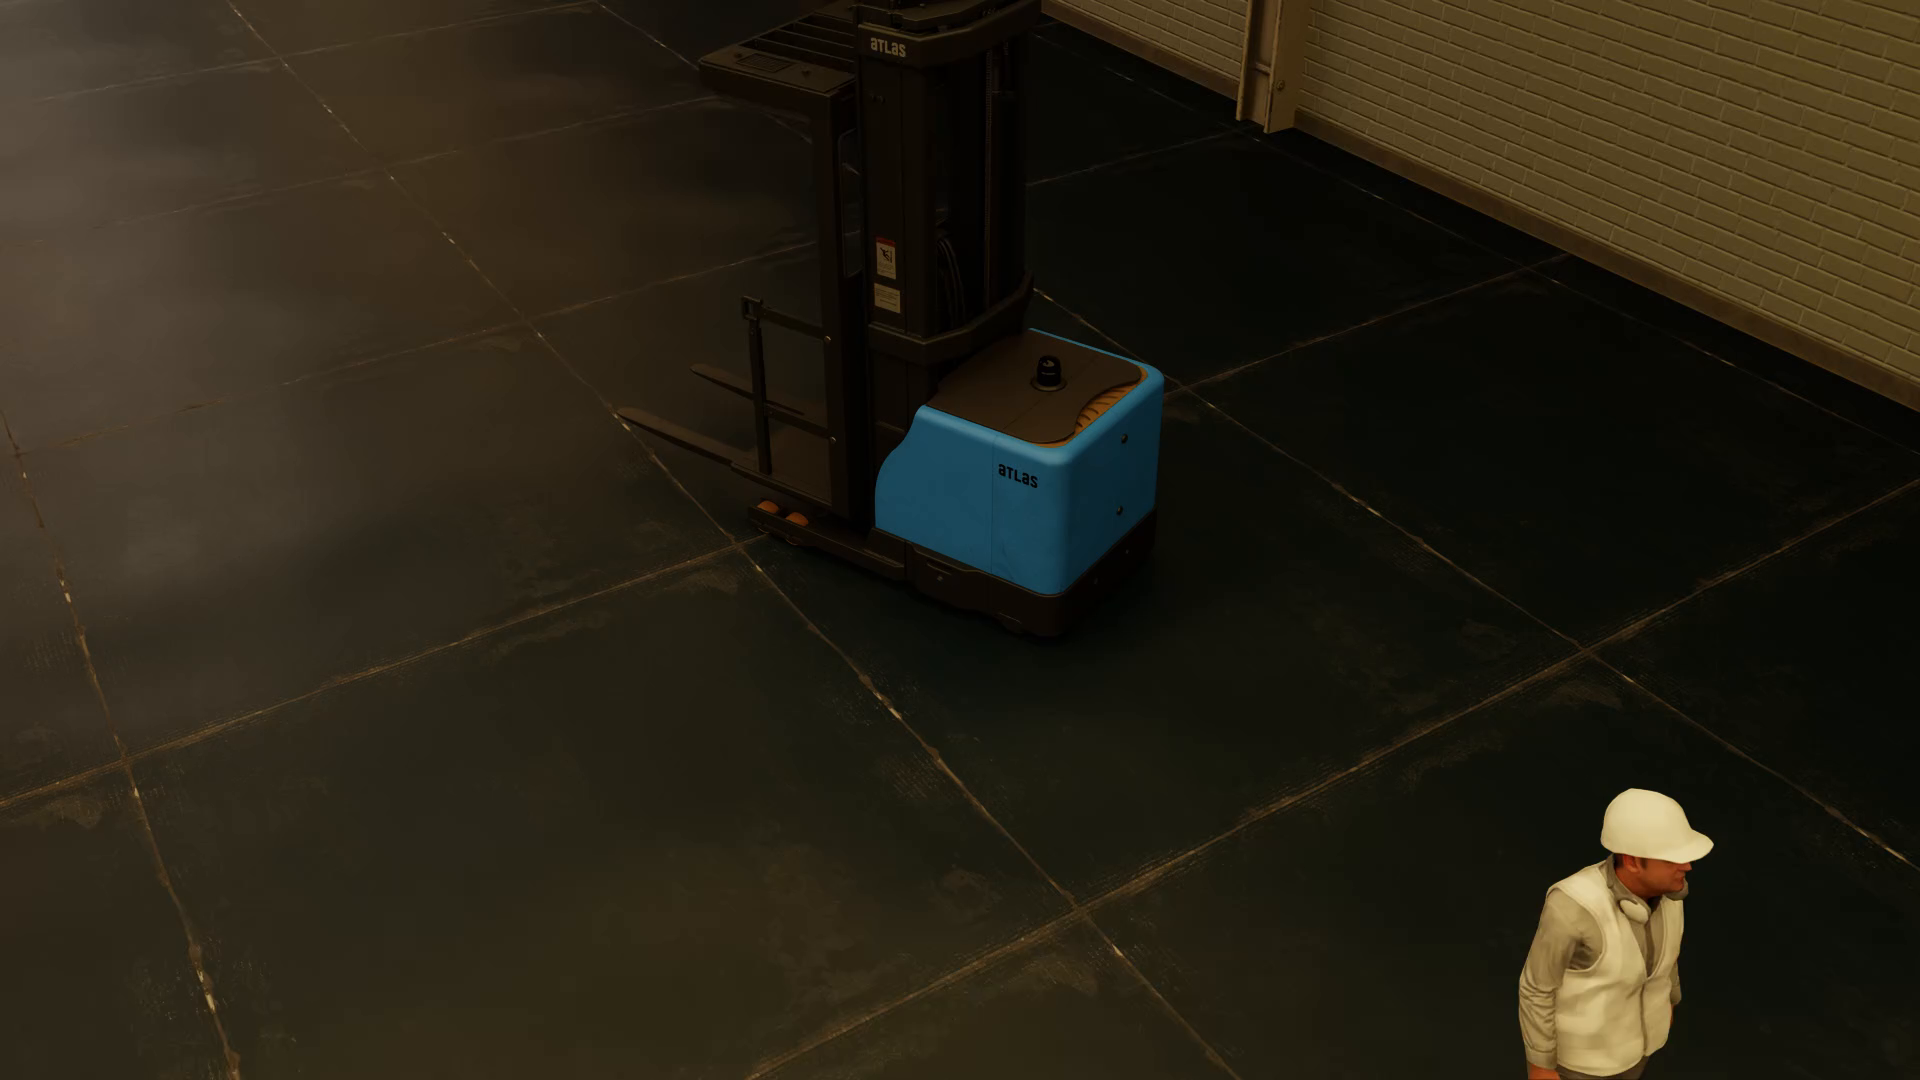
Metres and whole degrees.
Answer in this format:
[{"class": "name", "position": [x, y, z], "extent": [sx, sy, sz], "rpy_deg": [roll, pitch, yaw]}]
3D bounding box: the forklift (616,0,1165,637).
[{"class": "forklift", "position": [-0.500, -1.399, 8.138], "extent": [3.031, 2.935, 1.130], "rpy_deg": [22, 41, 28]}]

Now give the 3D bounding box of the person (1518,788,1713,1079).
[{"class": "person", "position": [1.955, 1.520, 4.979], "extent": [0.630, 1.774, 0.568], "rpy_deg": [-19, 39, -25]}]
